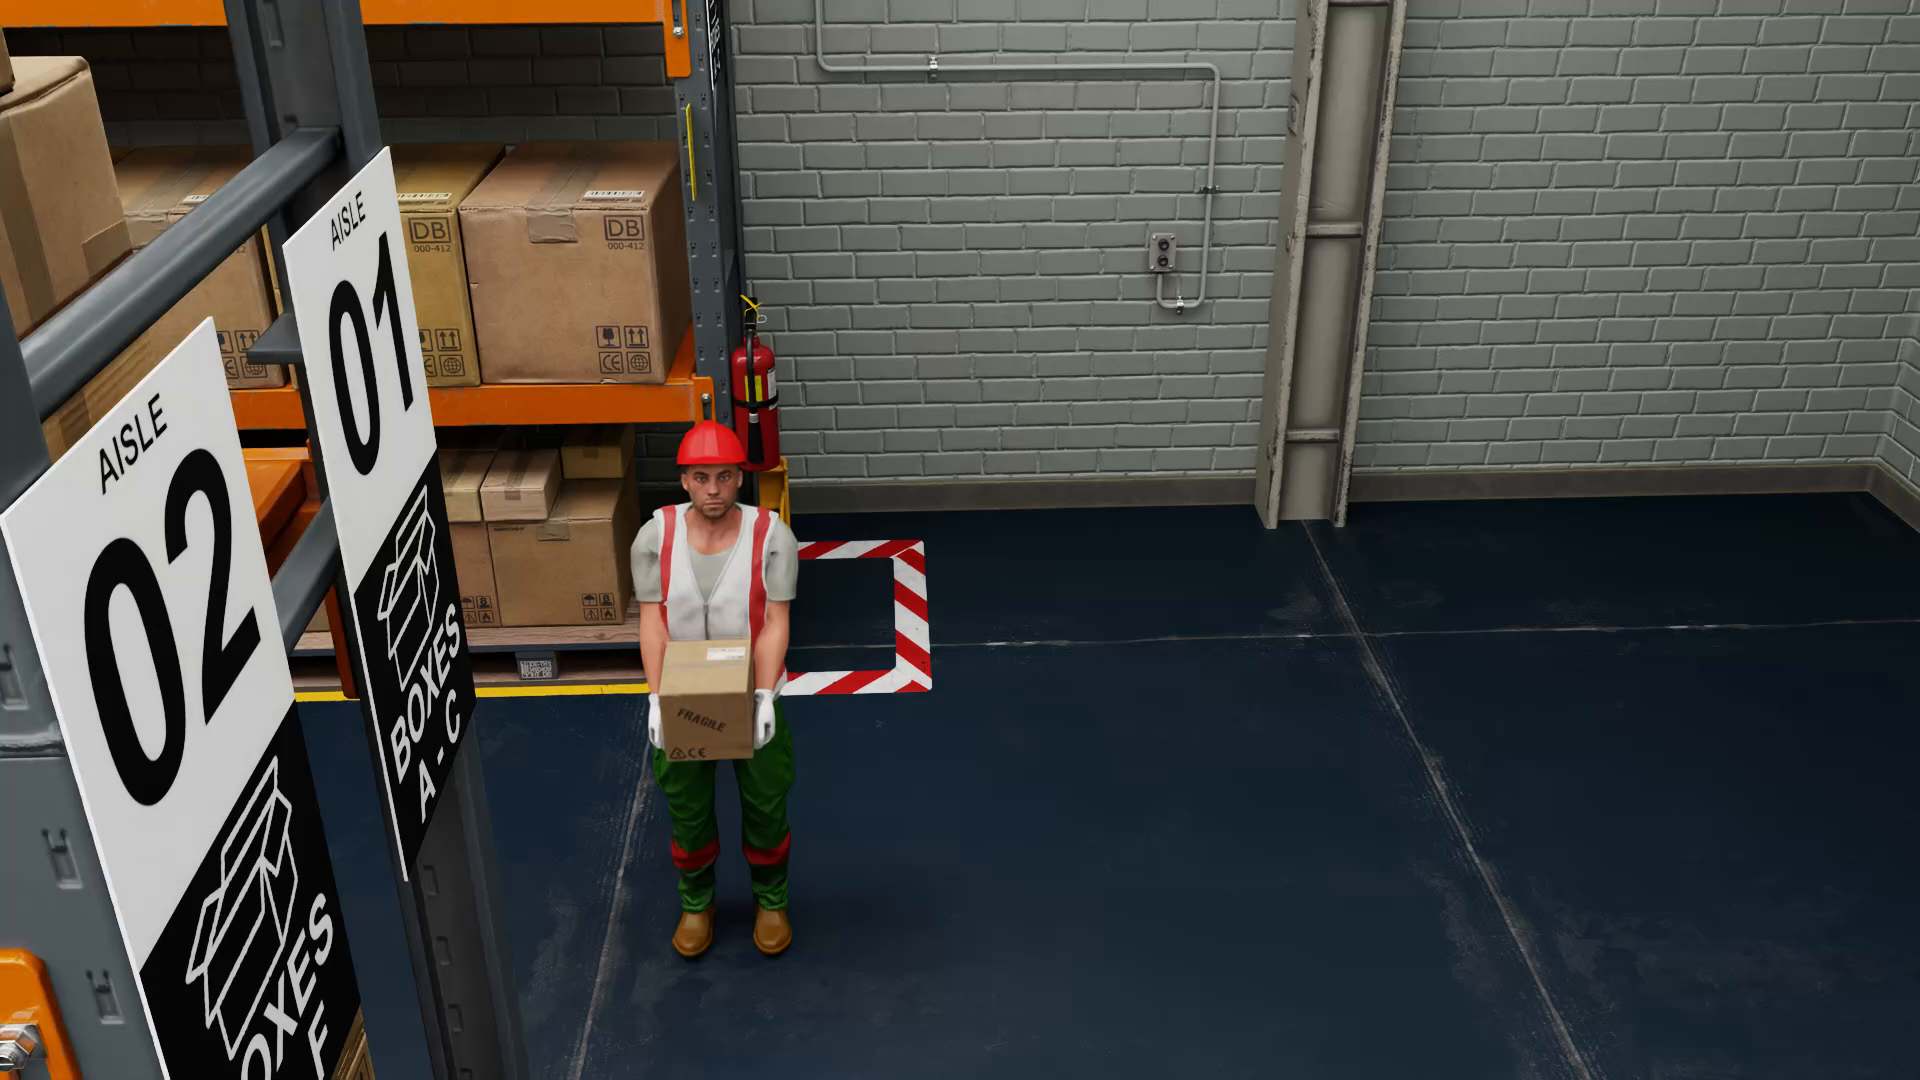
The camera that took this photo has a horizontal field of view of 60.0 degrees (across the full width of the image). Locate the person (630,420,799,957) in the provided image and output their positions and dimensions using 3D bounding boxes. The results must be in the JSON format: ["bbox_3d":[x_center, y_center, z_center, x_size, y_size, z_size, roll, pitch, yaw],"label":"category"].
[{"bbox_3d":[-0.727,0.527,5.075,0.500,1.787,0.560,-1,27,-3],"label":"person"}]
